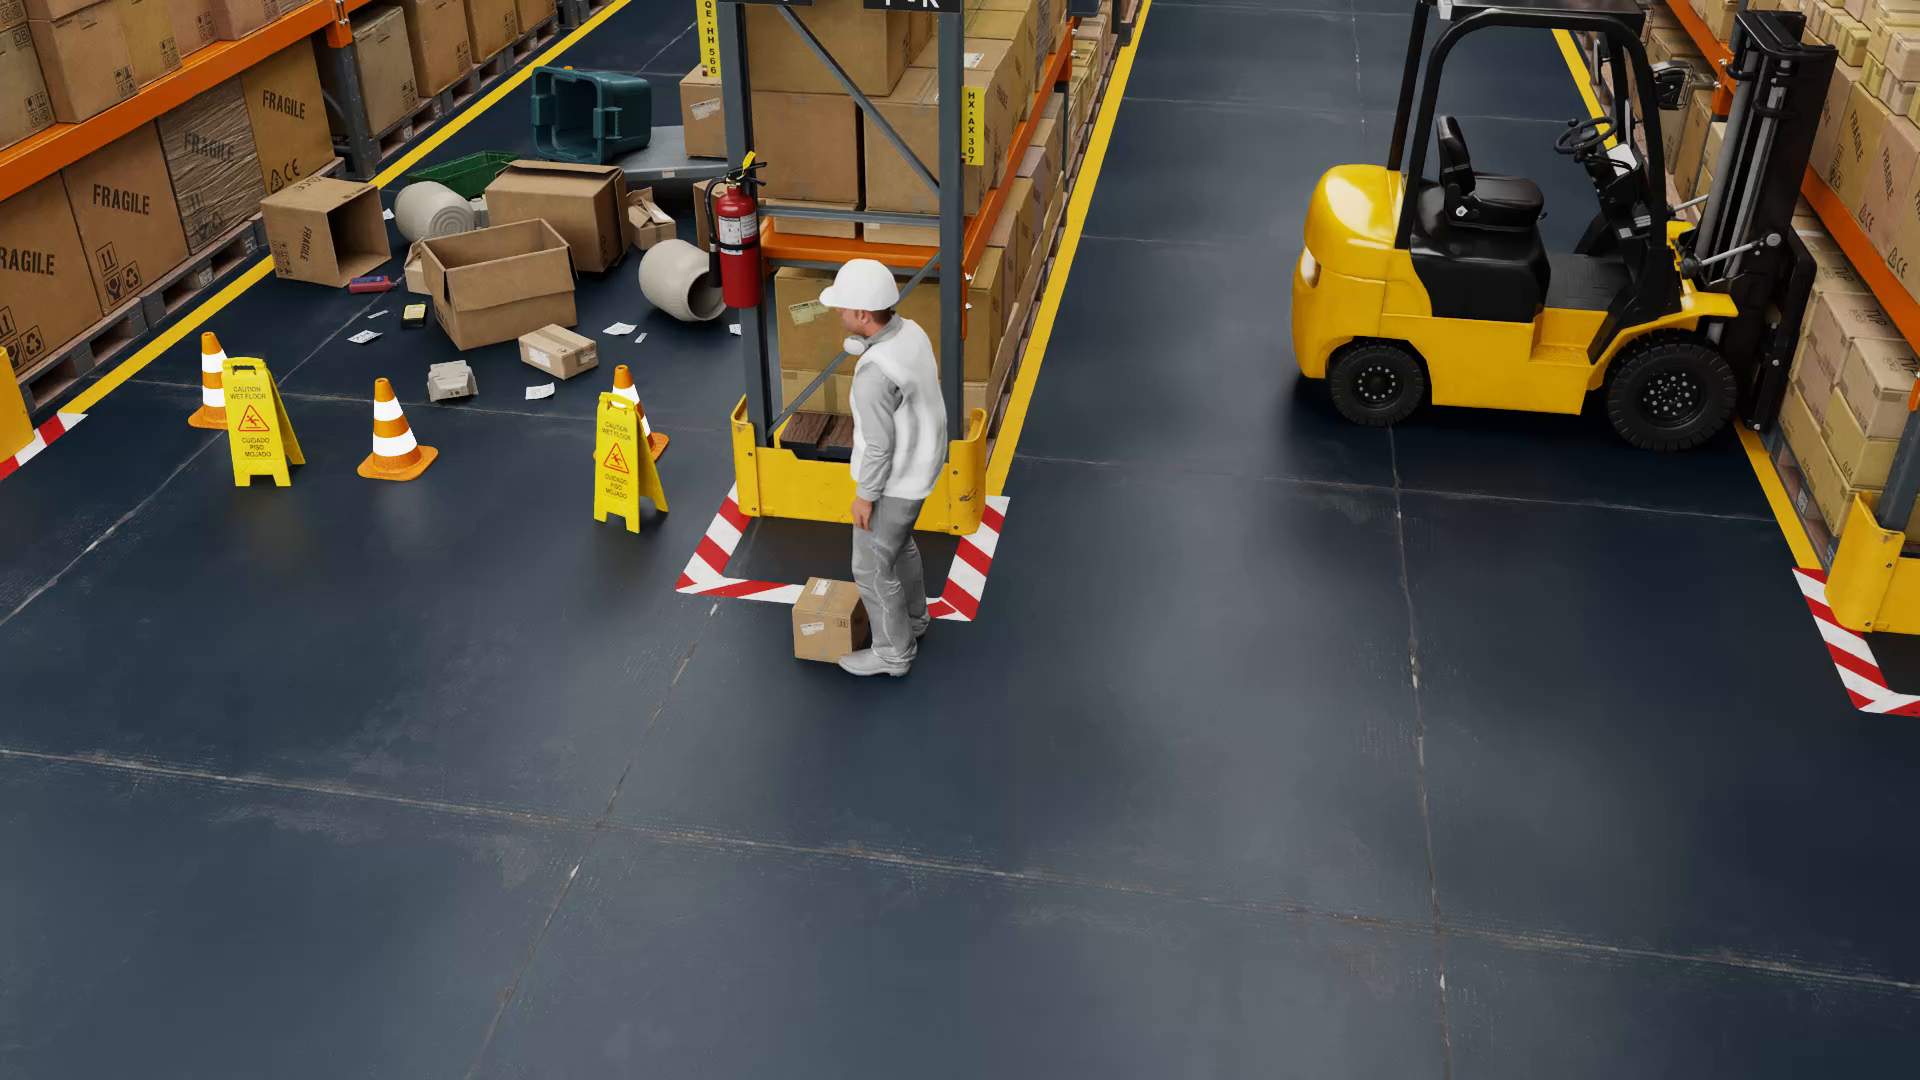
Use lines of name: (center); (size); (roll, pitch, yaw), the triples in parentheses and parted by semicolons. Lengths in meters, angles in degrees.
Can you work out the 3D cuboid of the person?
person: (-0.286, -0.276, 6.551); (0.463, 1.770, 0.578); (8, 33, 12)
